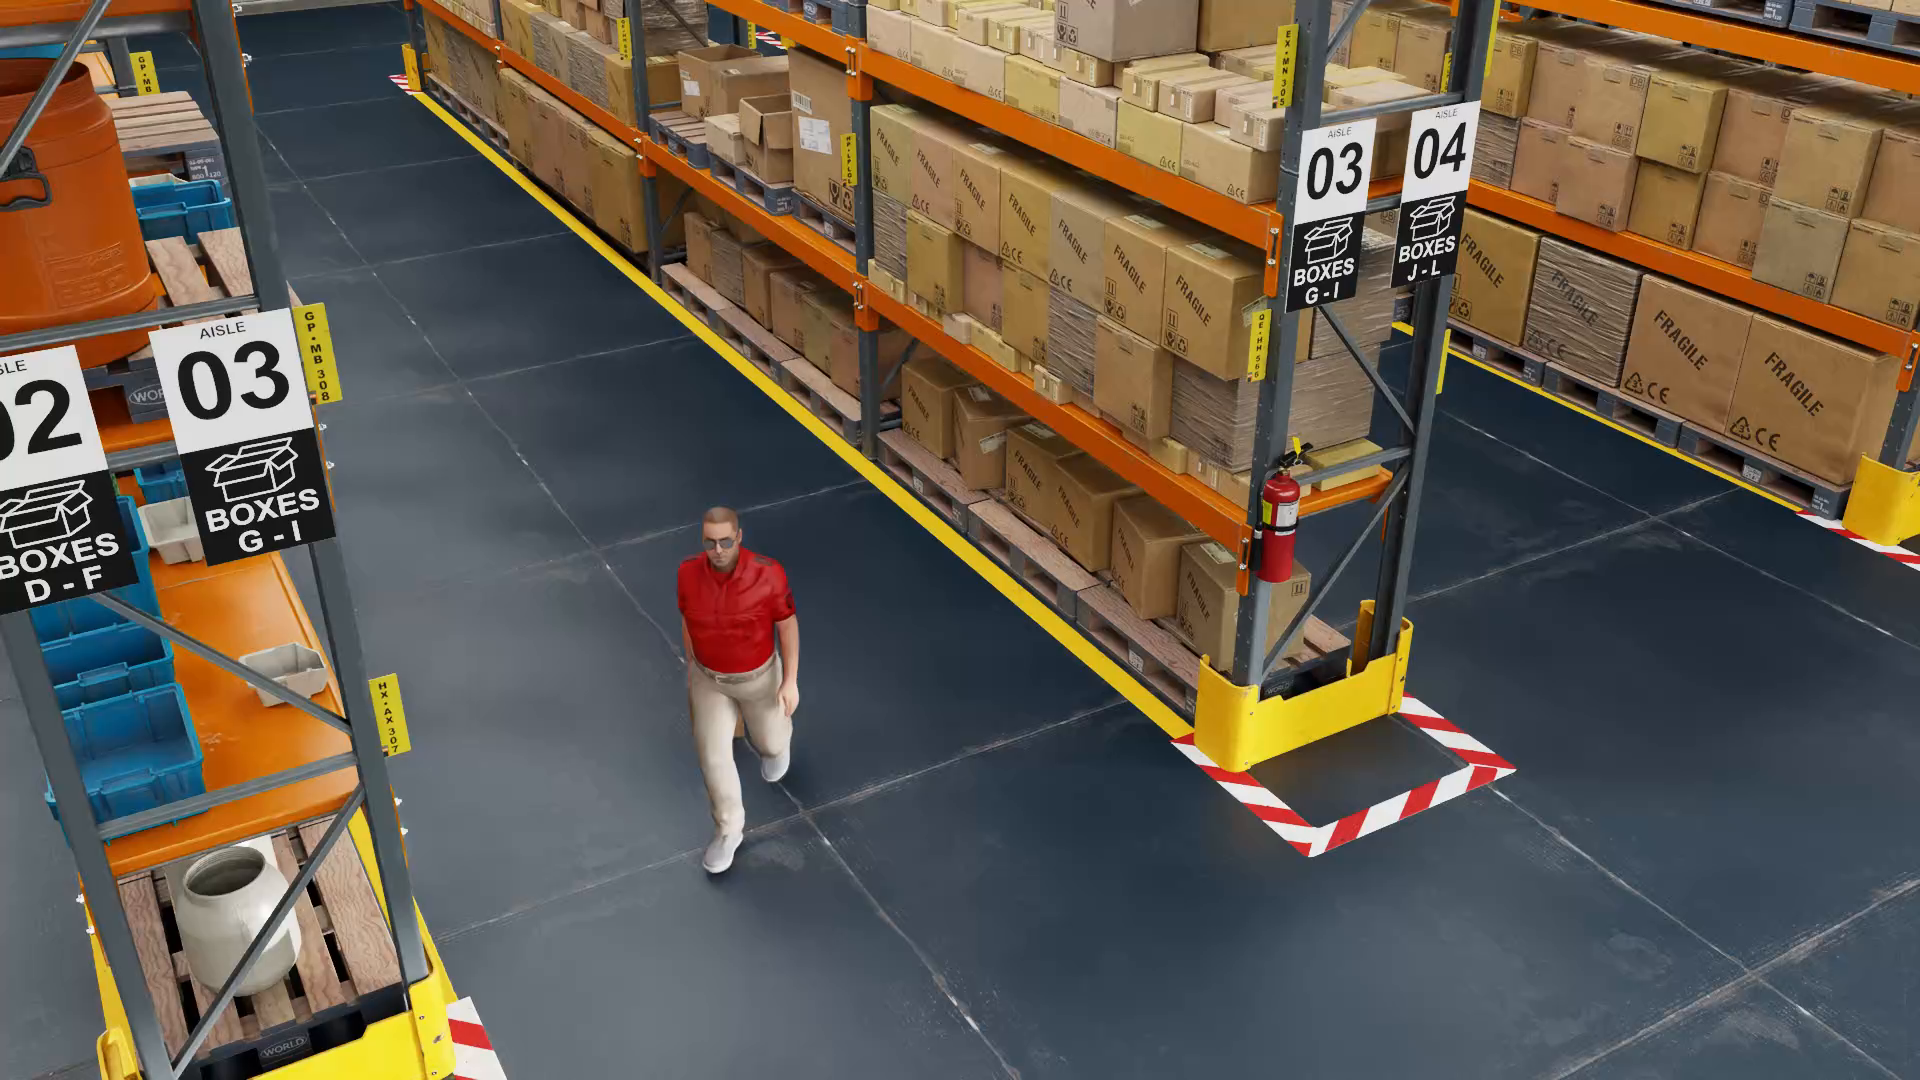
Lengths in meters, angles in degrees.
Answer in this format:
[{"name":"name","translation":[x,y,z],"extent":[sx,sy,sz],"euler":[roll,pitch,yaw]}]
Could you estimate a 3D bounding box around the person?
[{"name":"person","translation":[-0.980,0.573,7.531],"extent":[0.550,1.686,0.942],"euler":[3,29,5]}]
